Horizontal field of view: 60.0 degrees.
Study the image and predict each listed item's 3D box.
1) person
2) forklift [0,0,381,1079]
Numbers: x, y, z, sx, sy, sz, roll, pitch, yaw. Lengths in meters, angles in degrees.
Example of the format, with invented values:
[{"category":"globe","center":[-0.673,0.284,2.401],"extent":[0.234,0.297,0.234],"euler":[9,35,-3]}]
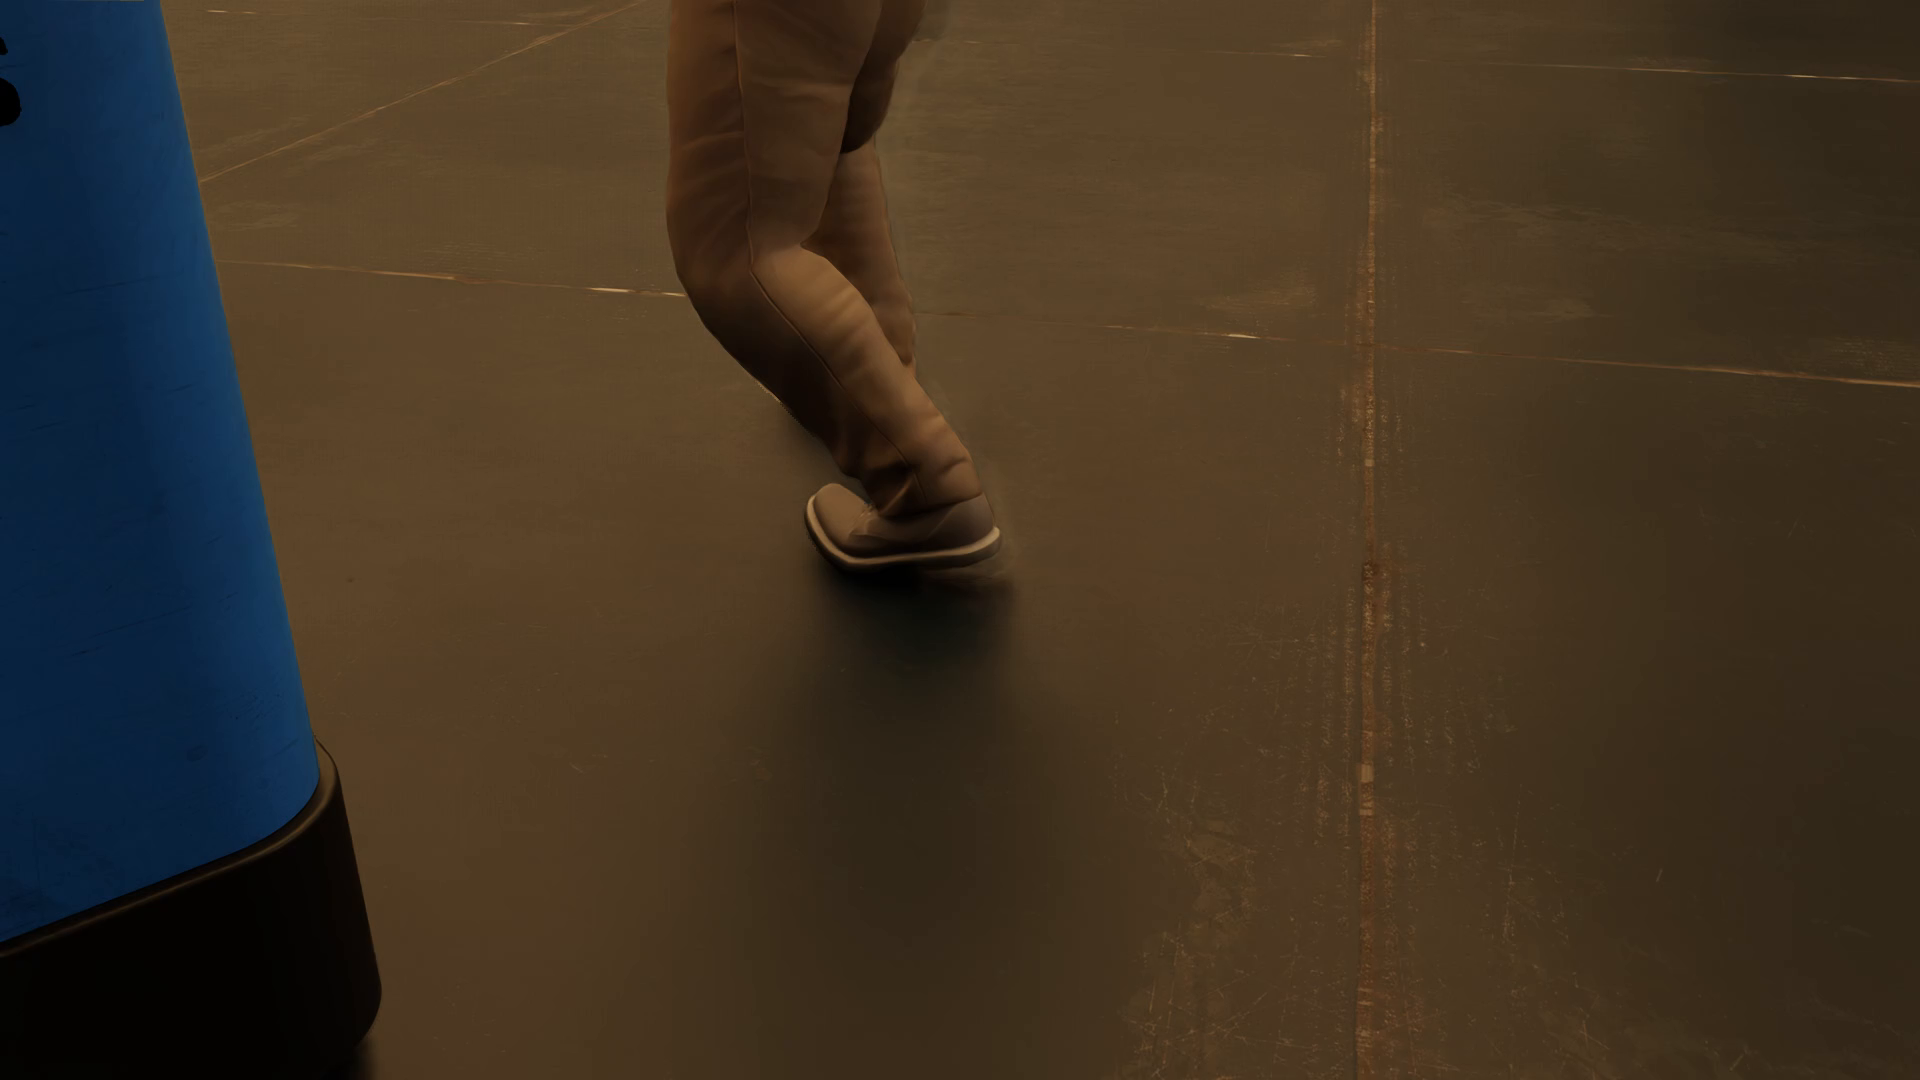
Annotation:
[{"category":"person","center":[-0.202,-0.855,2.432],"extent":[0.853,1.560,0.832],"euler":[12,29,22]},{"category":"forklift","center":[-1.982,-0.557,0.349],"extent":[3.031,2.935,1.130],"euler":[-20,33,-35]}]
